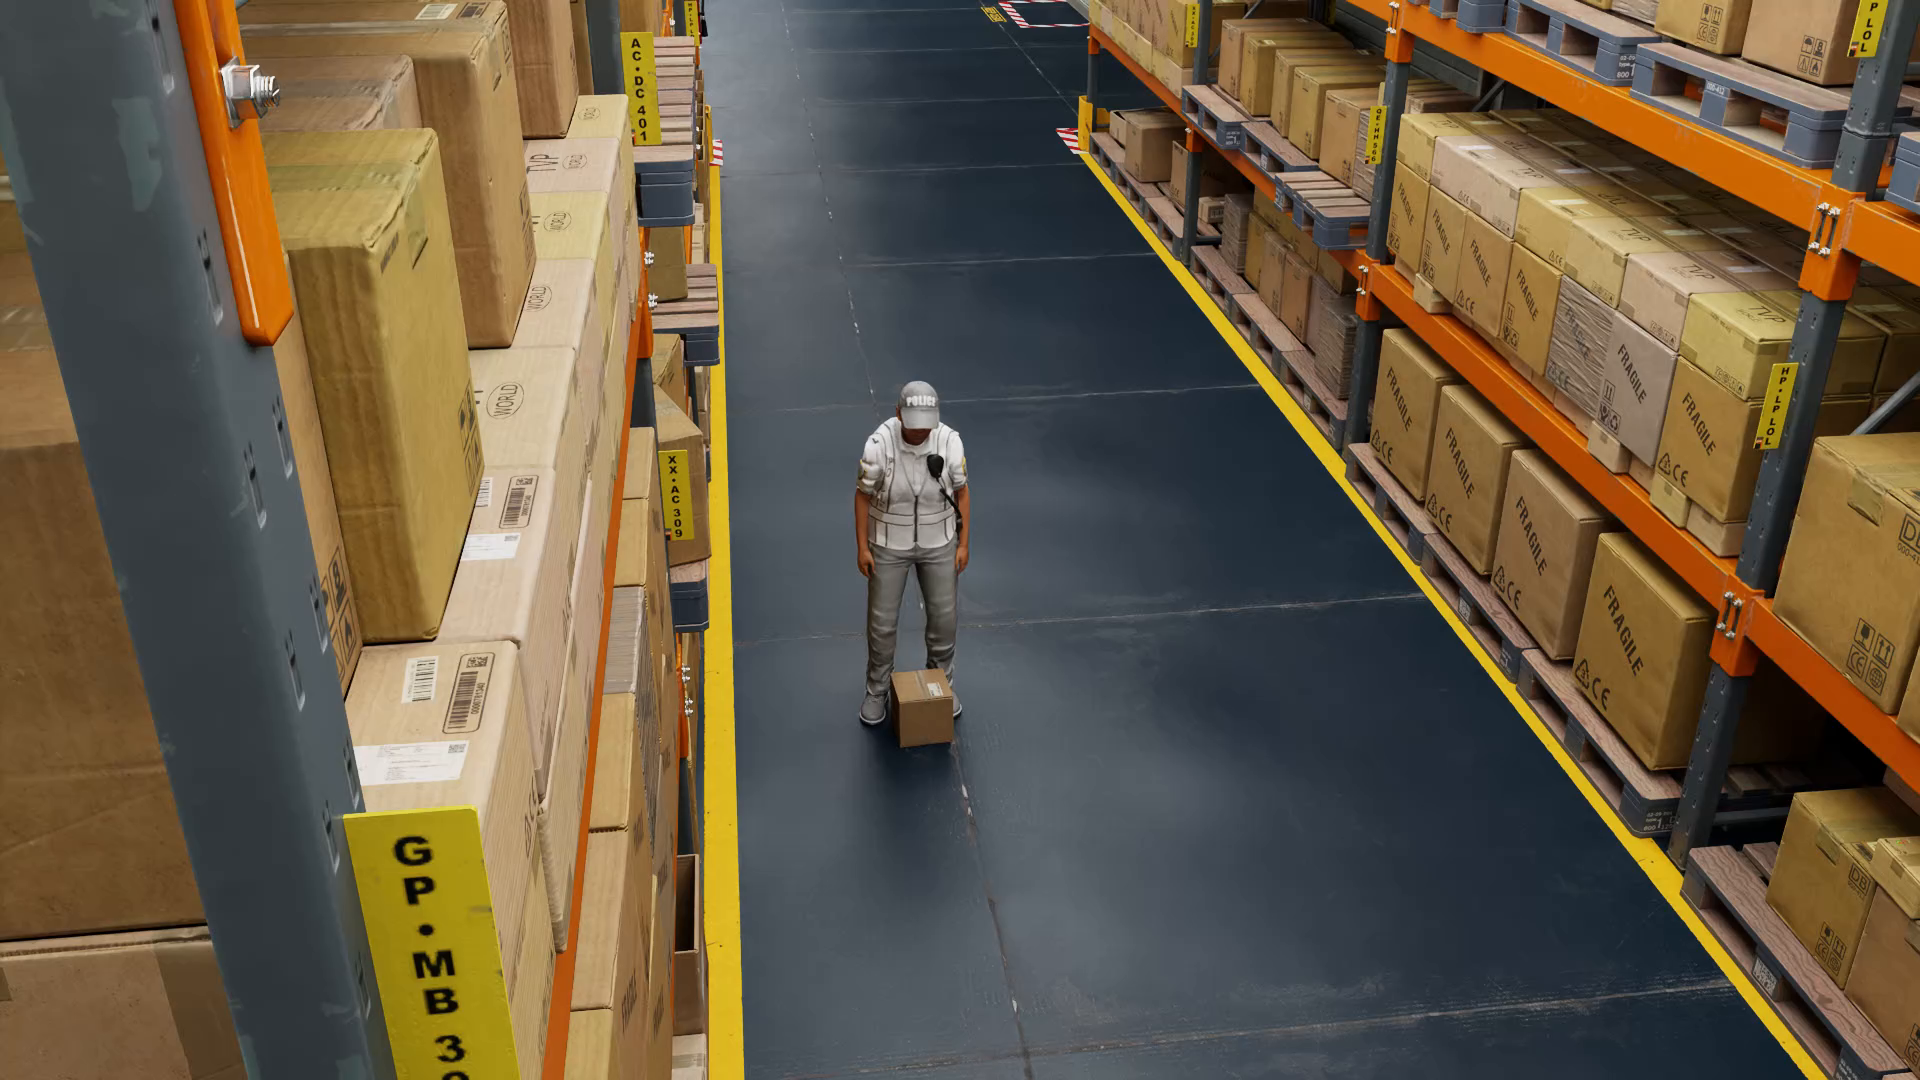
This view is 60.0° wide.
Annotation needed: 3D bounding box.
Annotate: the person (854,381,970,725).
[{"bbox_3d":[-0.216,0.042,7.530,0.537,1.665,0.468,-4,28,-7],"label":"person"}]
